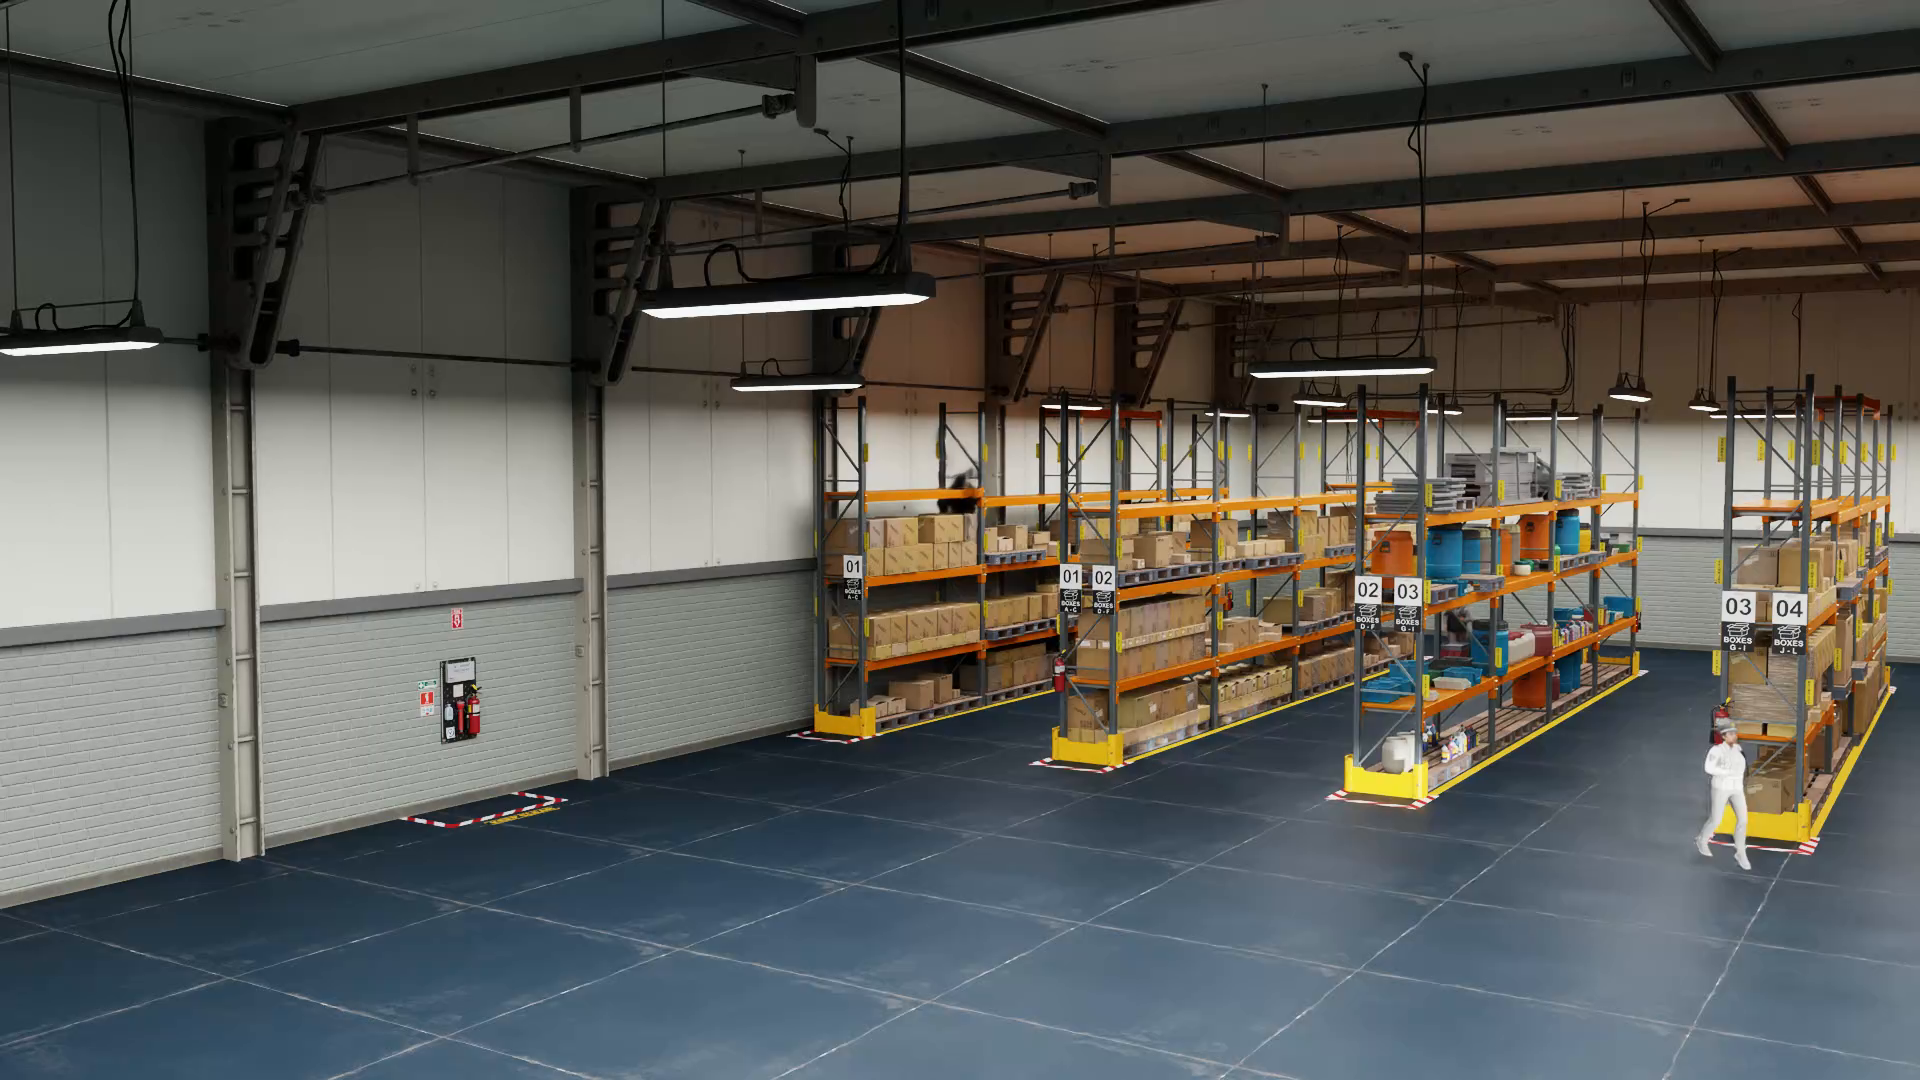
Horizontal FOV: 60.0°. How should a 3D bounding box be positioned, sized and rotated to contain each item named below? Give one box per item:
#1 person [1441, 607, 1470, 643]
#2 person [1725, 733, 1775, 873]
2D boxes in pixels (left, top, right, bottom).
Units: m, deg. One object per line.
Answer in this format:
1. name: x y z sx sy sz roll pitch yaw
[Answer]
1. person: 11.145 2.191 37.522 0.668 1.688 0.576 1 3 19
2. person: 9.507 3.137 20.020 0.639 1.680 0.521 -1 3 -22
